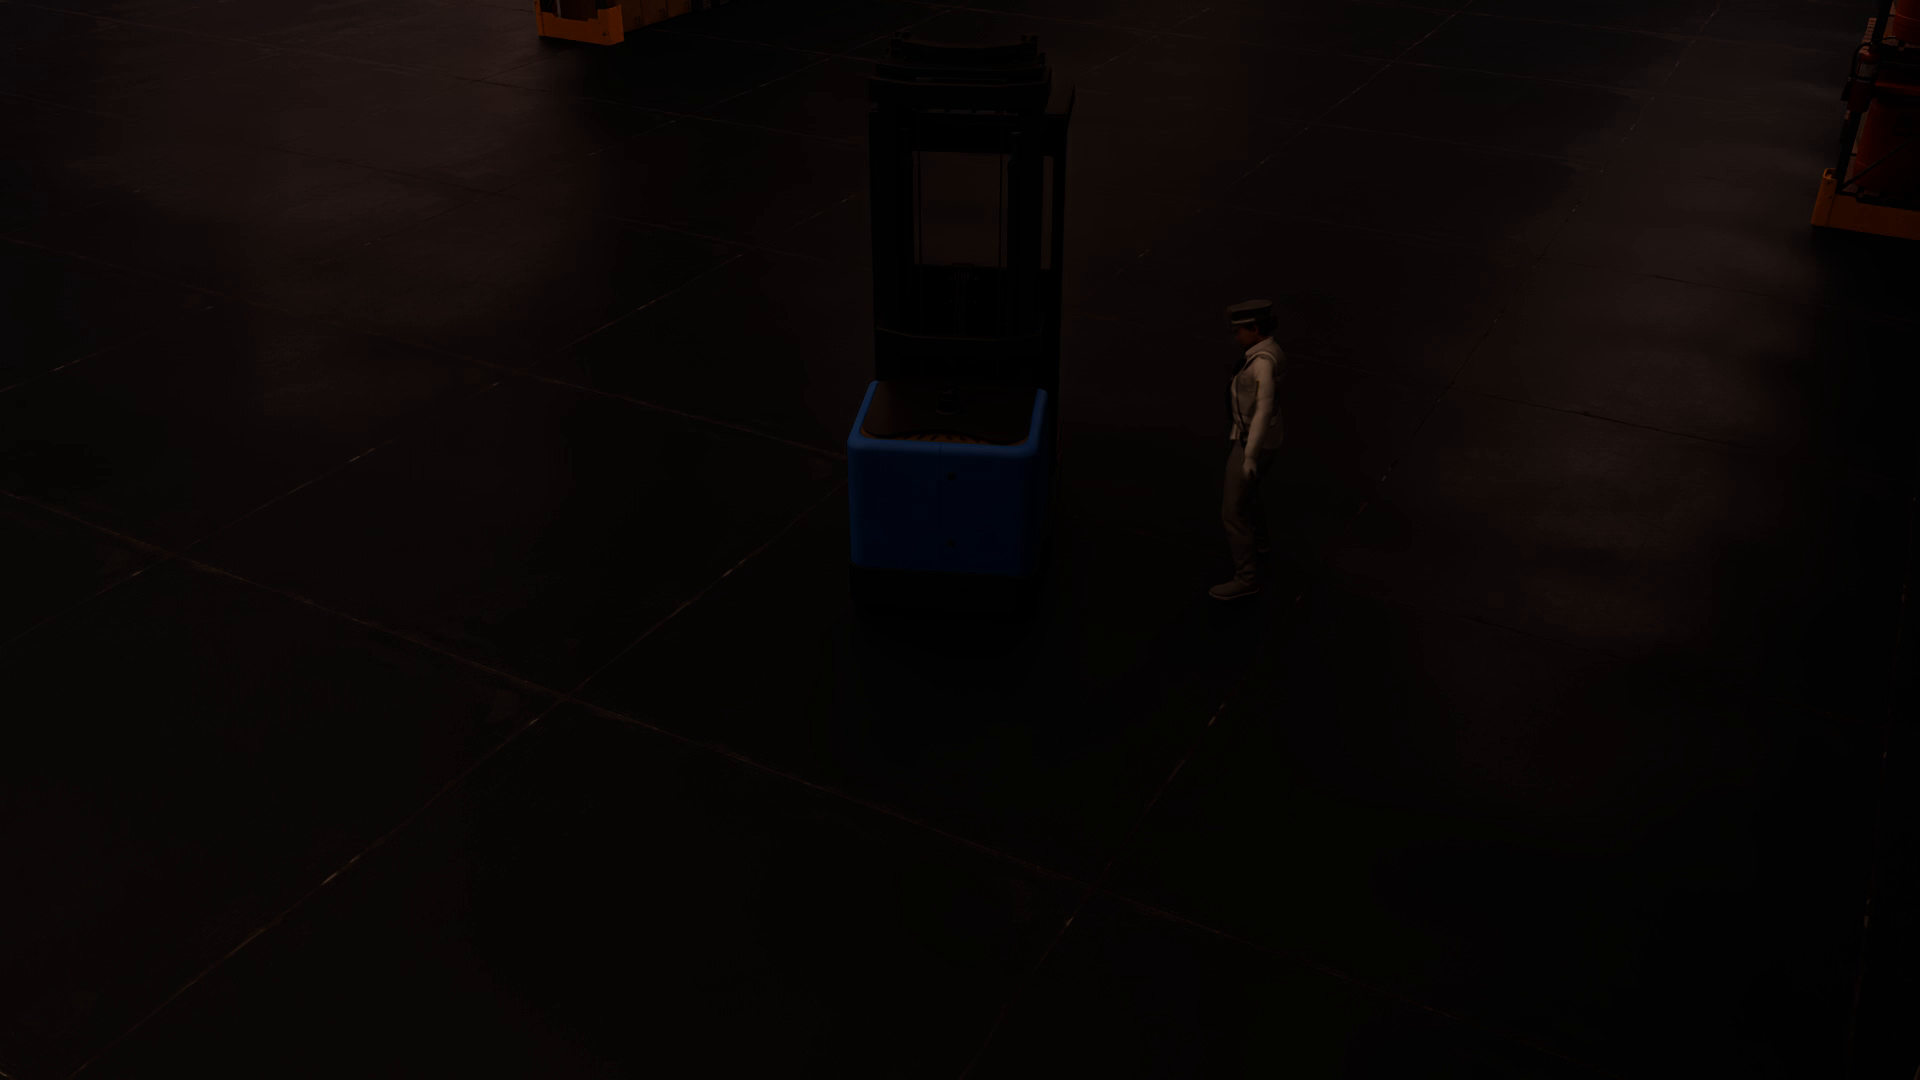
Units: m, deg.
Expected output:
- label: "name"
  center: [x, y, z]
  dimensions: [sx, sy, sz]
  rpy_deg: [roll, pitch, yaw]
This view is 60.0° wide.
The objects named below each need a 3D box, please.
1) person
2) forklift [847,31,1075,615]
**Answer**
- label: "person"
  center: [1.618, -0.549, 9.340]
  dimensions: [0.392, 1.634, 0.824]
  rpy_deg: [9, 31, 15]
- label: "forklift"
  center: [0.072, -1.572, 9.794]
  dimensions: [1.130, 2.935, 3.031]
  rpy_deg: [3, 30, 6]
